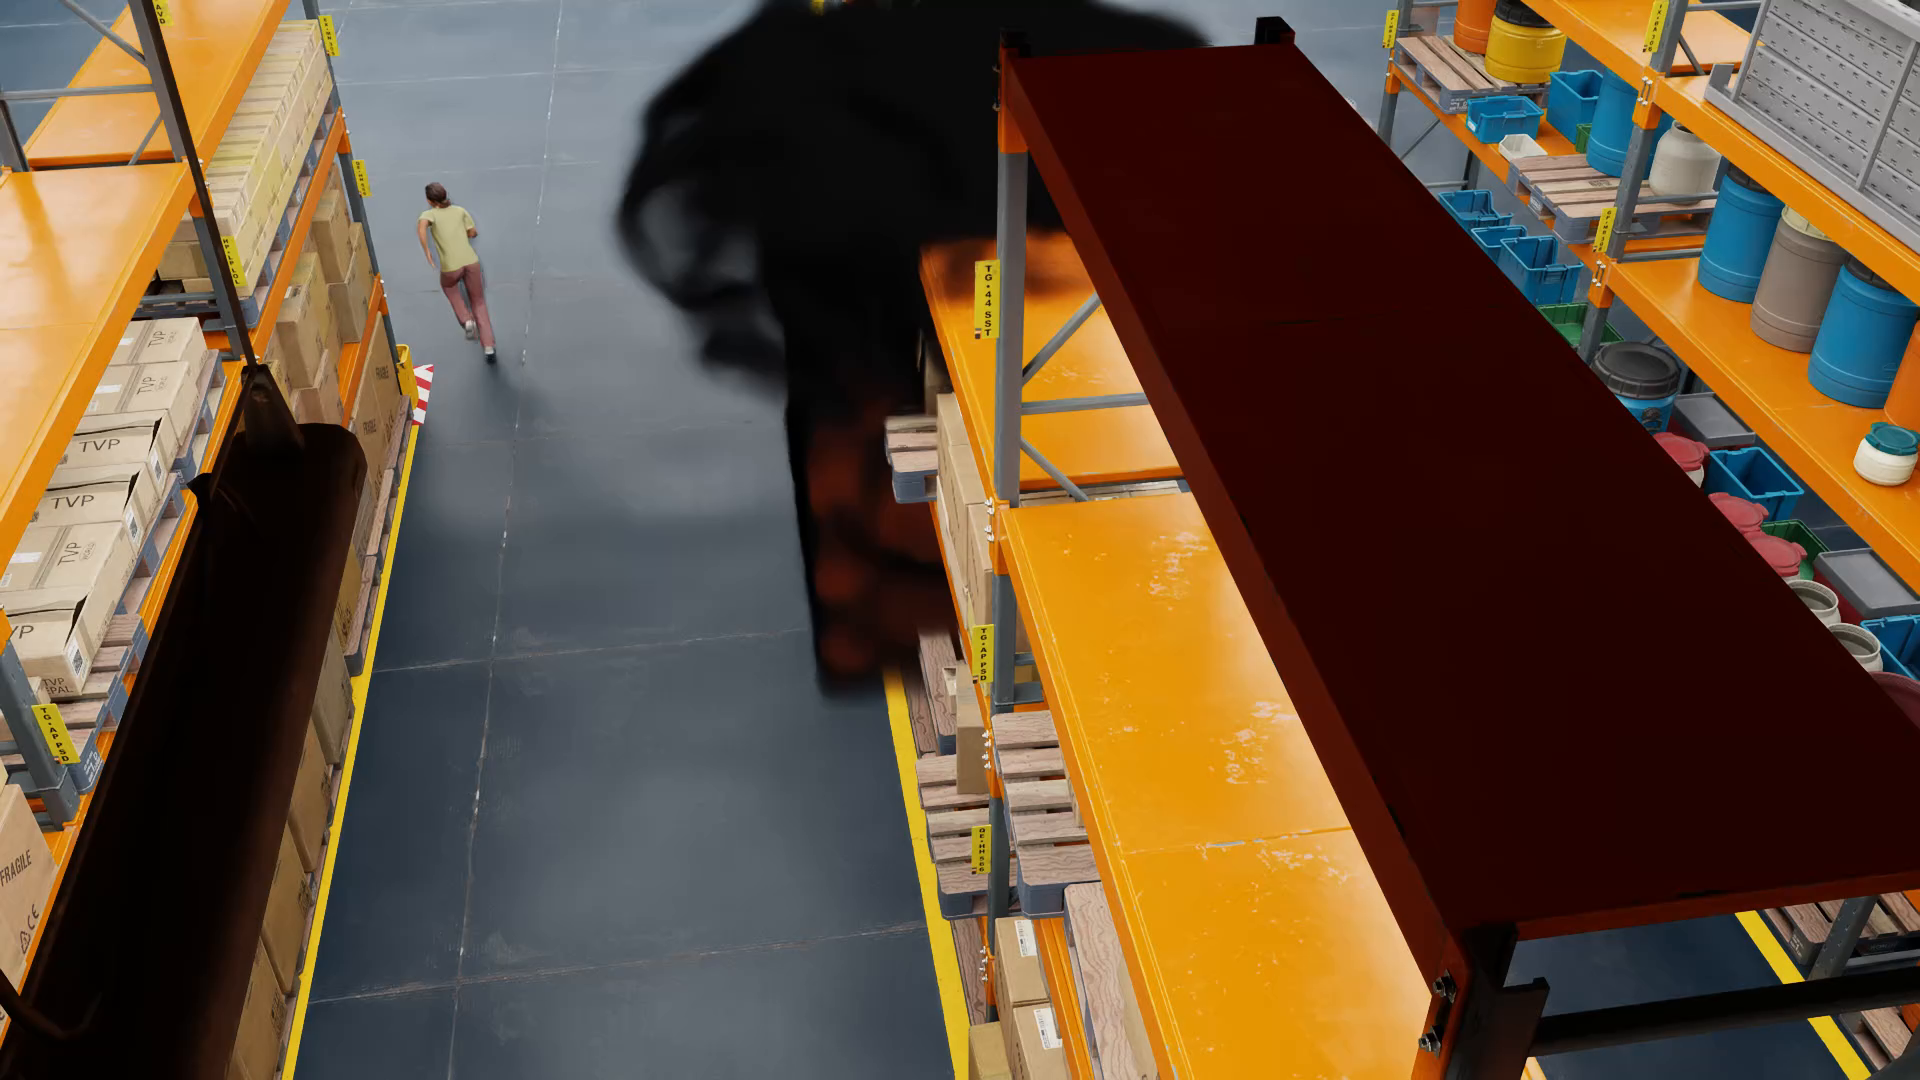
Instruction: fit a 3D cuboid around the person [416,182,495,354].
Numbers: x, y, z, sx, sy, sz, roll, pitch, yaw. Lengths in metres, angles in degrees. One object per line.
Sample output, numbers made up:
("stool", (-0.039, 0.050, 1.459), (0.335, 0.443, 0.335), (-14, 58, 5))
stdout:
("person", (-4.715, -2.522, 15.598), (0.611, 1.542, 0.912), (-24, 43, -29))
